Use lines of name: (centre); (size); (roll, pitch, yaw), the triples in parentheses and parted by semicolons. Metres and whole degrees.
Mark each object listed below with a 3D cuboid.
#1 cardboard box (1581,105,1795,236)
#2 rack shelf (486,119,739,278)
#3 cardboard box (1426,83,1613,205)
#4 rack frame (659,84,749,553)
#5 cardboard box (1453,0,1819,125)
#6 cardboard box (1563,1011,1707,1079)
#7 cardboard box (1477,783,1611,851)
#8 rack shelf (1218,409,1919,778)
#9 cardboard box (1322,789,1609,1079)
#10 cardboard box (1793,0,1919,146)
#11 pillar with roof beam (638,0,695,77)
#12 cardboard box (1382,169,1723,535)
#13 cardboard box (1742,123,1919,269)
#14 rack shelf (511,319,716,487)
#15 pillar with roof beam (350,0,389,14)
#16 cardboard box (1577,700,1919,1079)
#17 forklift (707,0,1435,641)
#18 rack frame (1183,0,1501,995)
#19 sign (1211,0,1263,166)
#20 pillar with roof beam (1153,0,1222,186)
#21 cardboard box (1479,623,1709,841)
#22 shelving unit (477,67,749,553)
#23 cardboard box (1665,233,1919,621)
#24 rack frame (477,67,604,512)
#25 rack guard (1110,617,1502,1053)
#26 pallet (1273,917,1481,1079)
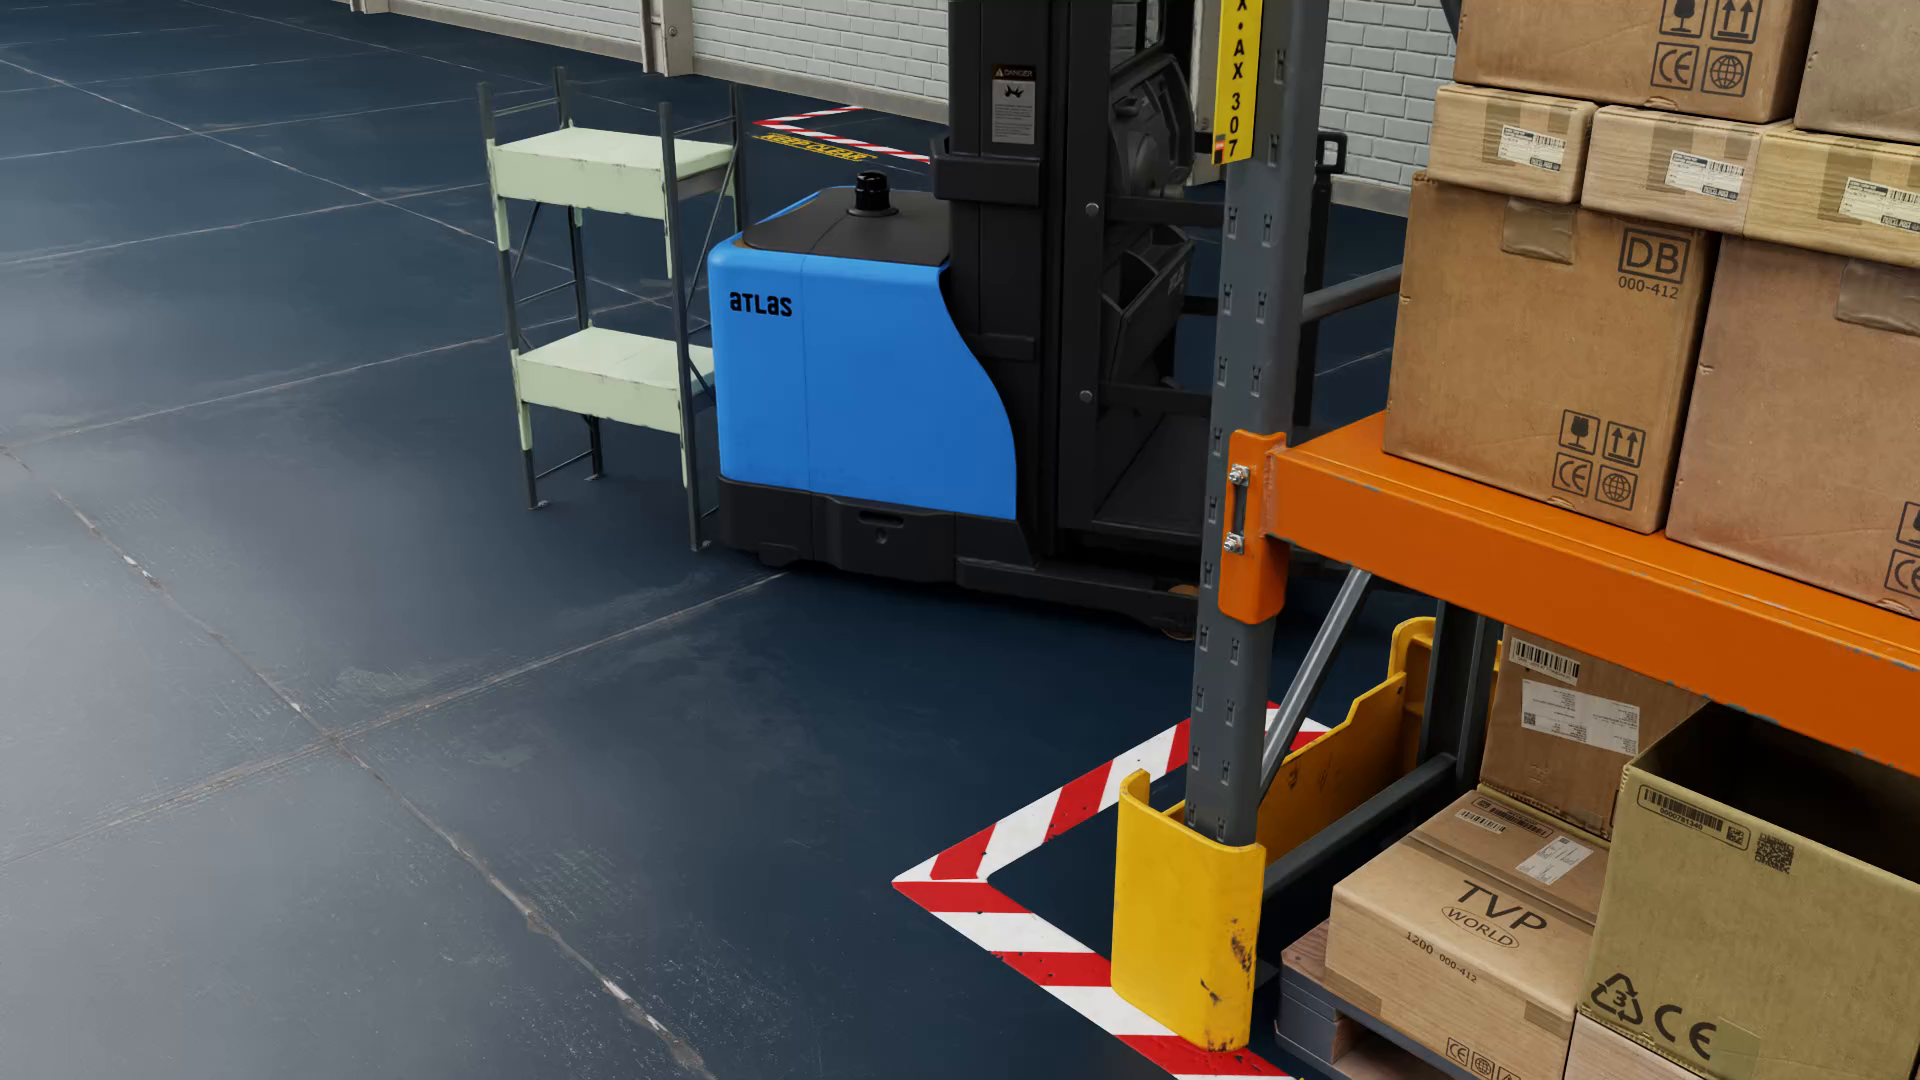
cardboard box: (1.156, -0.587, 2.520); (0.380, 0.149, 0.250); (-22, 33, -40)
rack shelf: (-1.131, -1.141, 5.505); (0.720, 0.370, 0.431); (13, 27, 26)
cardboard box: (0.973, -0.666, 2.694); (0.380, 0.149, 0.250); (-22, 32, -39)
rack frame: (-0.809, -0.714, 5.508); (0.023, 1.500, 0.400); (13, 27, 26)
cardboard box: (1.208, -0.980, 2.601); (0.700, 0.500, 0.500); (-21, 32, -38)
cardboard box: (1.411, 0.931, 2.903); (0.500, 0.250, 0.500); (-21, 32, -38)
cardboard box: (1.444, 0.633, 3.555); (0.500, 0.250, 0.500); (-21, 32, -38)
rack shelf: (2.229, 0.428, 2.065); (1.077, 0.370, 4.000); (-21, 32, -38)
cardboard box: (1.066, 0.780, 3.233); (0.500, 0.250, 0.500); (-21, 32, -38)
cardboard box: (1.572, -0.822, 2.255); (0.700, 0.500, 0.500); (-22, 33, -40)
pillar with roof beam: (-5.759, -7.089, 10.447); (9.100, 9.000, 0.400); (-21, 32, -38)
cardboard box: (1.172, -0.406, 2.905); (0.700, 0.500, 0.500); (-21, 32, -38)
cardboard box: (1.325, -0.511, 2.354); (0.380, 0.149, 0.250); (-21, 32, -38)
rack shelf: (-1.131, -0.490, 5.802); (0.720, 0.370, 0.431); (13, 27, 26)
pillar with roof beam: (-9.860, -8.907, 14.432); (9.100, 9.000, 0.400); (-21, 32, -38)
cardboard box: (1.409, 0.590, 2.746); (0.500, 0.500, 0.500); (-21, 32, -38)
forklift: (0.767, -1.248, 4.954); (3.031, 2.935, 1.130); (8, 26, 18)
rack frame: (0.862, -0.505, 3.244); (1.000, 3.000, 0.127); (-21, 32, -38)
sign: (0.453, -0.780, 2.707); (0.100, 0.325, 0.005); (-21, 32, -38)
pillar with roof beam: (-1.658, -5.271, 6.462); (9.100, 9.000, 0.400); (-21, 32, -38)
cardboard box: (1.446, 0.291, 3.401); (0.500, 0.500, 0.500); (-21, 32, -38)
shelving unit: (-1.131, -0.786, 5.667); (0.755, 1.500, 0.431); (13, 27, 26)
cardboard box: (1.534, -0.248, 2.559); (0.700, 0.500, 0.500); (-20, 31, -37)
rack frame: (-1.452, -0.859, 5.826); (0.023, 1.500, 0.400); (13, 27, 26)
rack guard: (0.846, 0.625, 3.779); (1.175, 0.500, 0.348); (-21, 32, -38)
pallet: (1.415, 0.983, 3.341); (1.003, 0.211, 1.213); (-21, 32, -38)
